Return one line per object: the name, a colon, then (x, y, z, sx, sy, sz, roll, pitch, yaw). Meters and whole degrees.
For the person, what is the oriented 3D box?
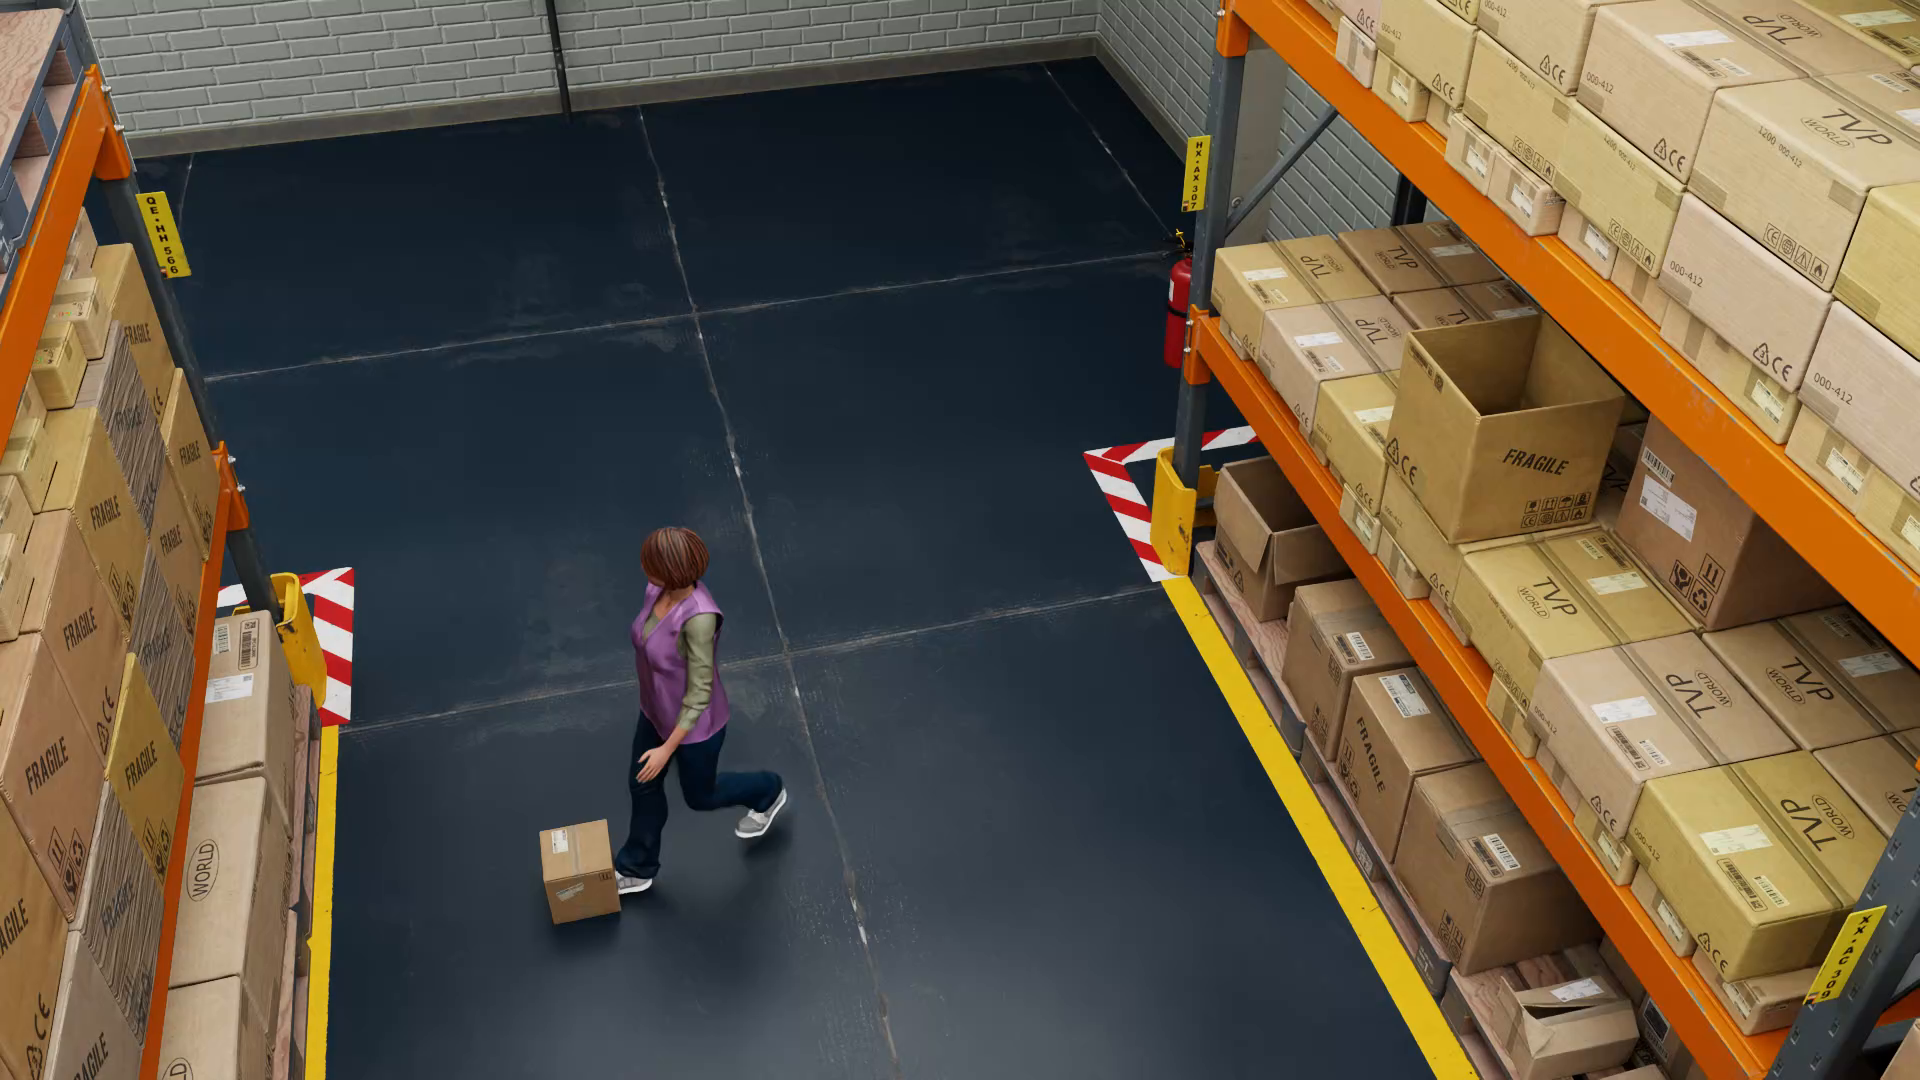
person: (-1.039, 0.636, 5.937, 0.855, 1.541, 0.481, -23, 44, -26)
